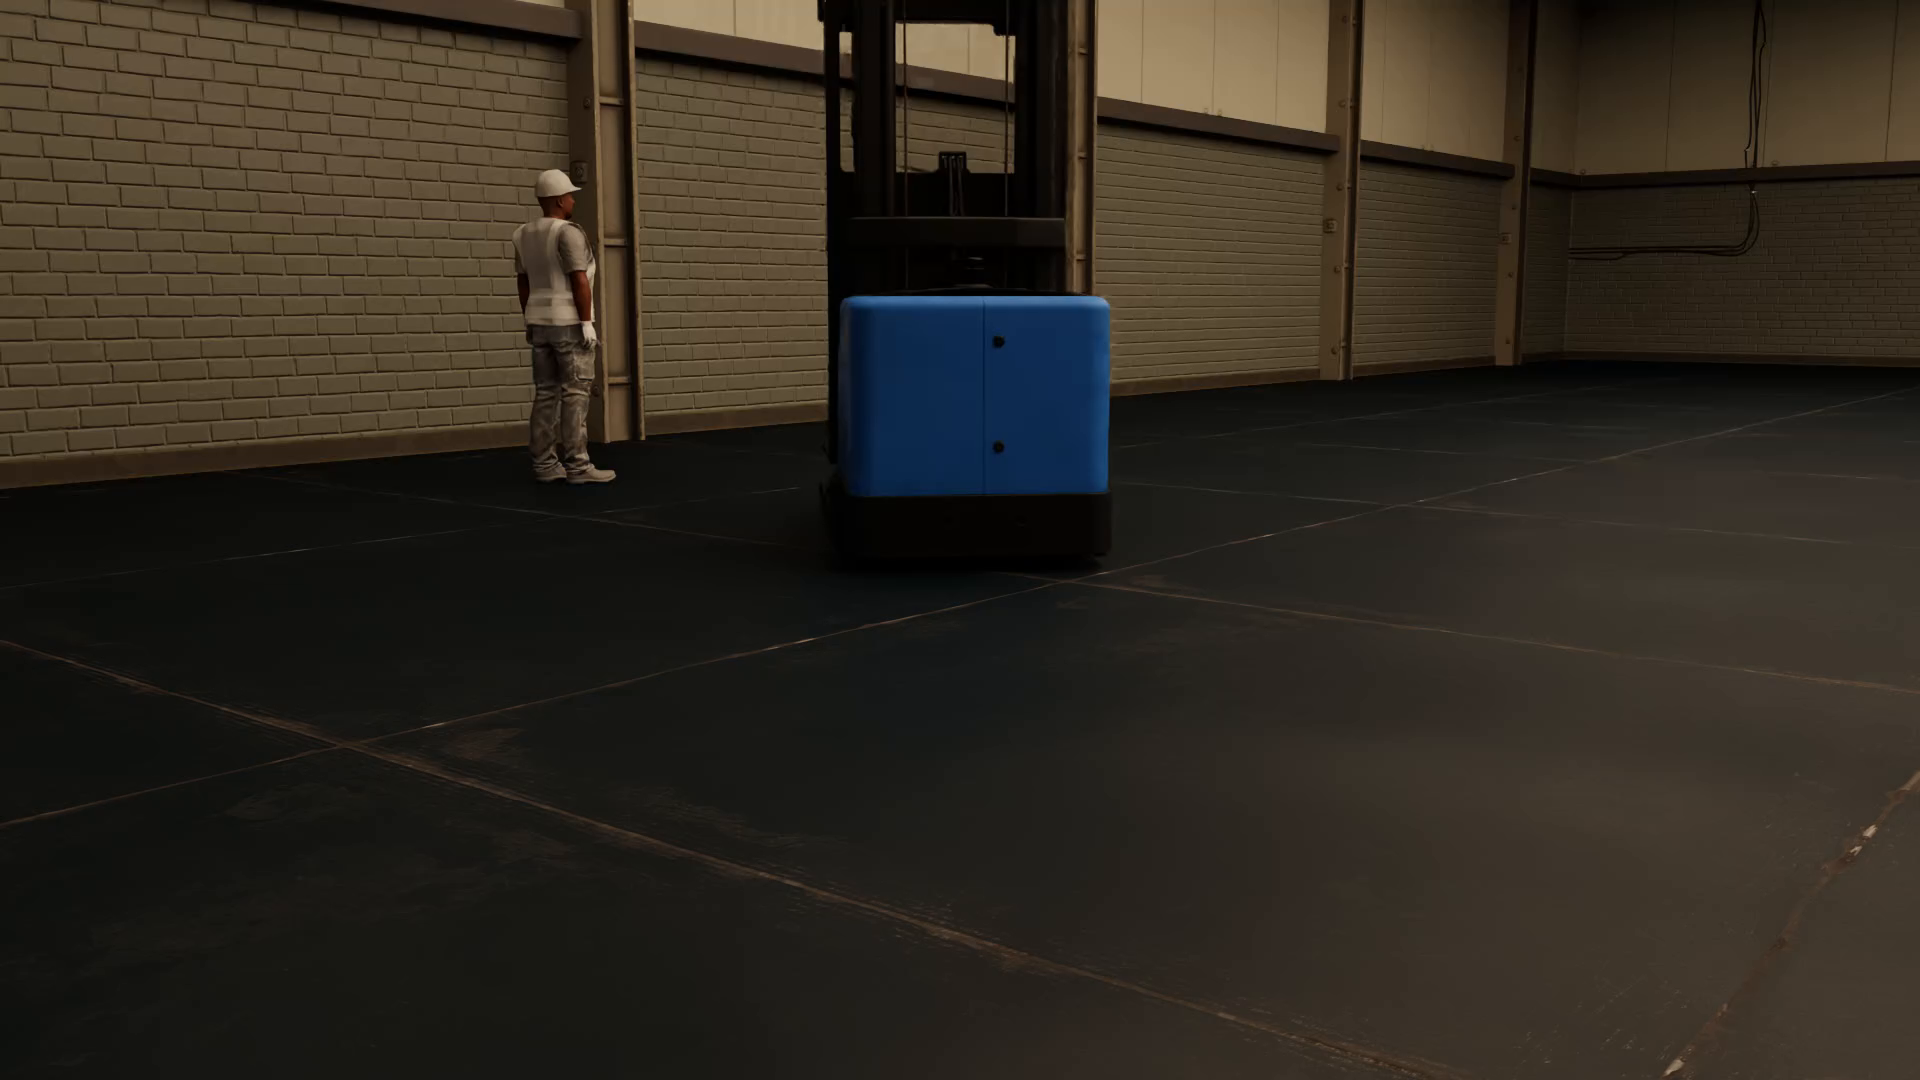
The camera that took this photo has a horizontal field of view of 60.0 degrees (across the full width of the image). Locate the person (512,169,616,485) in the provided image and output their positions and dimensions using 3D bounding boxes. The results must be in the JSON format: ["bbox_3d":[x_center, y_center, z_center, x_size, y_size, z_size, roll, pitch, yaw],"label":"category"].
[{"bbox_3d":[-2.297,-1.226,9.611,0.549,1.790,0.369,6,10,36],"label":"person"}]

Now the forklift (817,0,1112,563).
[{"bbox_3d":[-0.093,-1.534,7.762,1.130,2.935,3.031,-1,8,-7],"label":"forklift"}]
